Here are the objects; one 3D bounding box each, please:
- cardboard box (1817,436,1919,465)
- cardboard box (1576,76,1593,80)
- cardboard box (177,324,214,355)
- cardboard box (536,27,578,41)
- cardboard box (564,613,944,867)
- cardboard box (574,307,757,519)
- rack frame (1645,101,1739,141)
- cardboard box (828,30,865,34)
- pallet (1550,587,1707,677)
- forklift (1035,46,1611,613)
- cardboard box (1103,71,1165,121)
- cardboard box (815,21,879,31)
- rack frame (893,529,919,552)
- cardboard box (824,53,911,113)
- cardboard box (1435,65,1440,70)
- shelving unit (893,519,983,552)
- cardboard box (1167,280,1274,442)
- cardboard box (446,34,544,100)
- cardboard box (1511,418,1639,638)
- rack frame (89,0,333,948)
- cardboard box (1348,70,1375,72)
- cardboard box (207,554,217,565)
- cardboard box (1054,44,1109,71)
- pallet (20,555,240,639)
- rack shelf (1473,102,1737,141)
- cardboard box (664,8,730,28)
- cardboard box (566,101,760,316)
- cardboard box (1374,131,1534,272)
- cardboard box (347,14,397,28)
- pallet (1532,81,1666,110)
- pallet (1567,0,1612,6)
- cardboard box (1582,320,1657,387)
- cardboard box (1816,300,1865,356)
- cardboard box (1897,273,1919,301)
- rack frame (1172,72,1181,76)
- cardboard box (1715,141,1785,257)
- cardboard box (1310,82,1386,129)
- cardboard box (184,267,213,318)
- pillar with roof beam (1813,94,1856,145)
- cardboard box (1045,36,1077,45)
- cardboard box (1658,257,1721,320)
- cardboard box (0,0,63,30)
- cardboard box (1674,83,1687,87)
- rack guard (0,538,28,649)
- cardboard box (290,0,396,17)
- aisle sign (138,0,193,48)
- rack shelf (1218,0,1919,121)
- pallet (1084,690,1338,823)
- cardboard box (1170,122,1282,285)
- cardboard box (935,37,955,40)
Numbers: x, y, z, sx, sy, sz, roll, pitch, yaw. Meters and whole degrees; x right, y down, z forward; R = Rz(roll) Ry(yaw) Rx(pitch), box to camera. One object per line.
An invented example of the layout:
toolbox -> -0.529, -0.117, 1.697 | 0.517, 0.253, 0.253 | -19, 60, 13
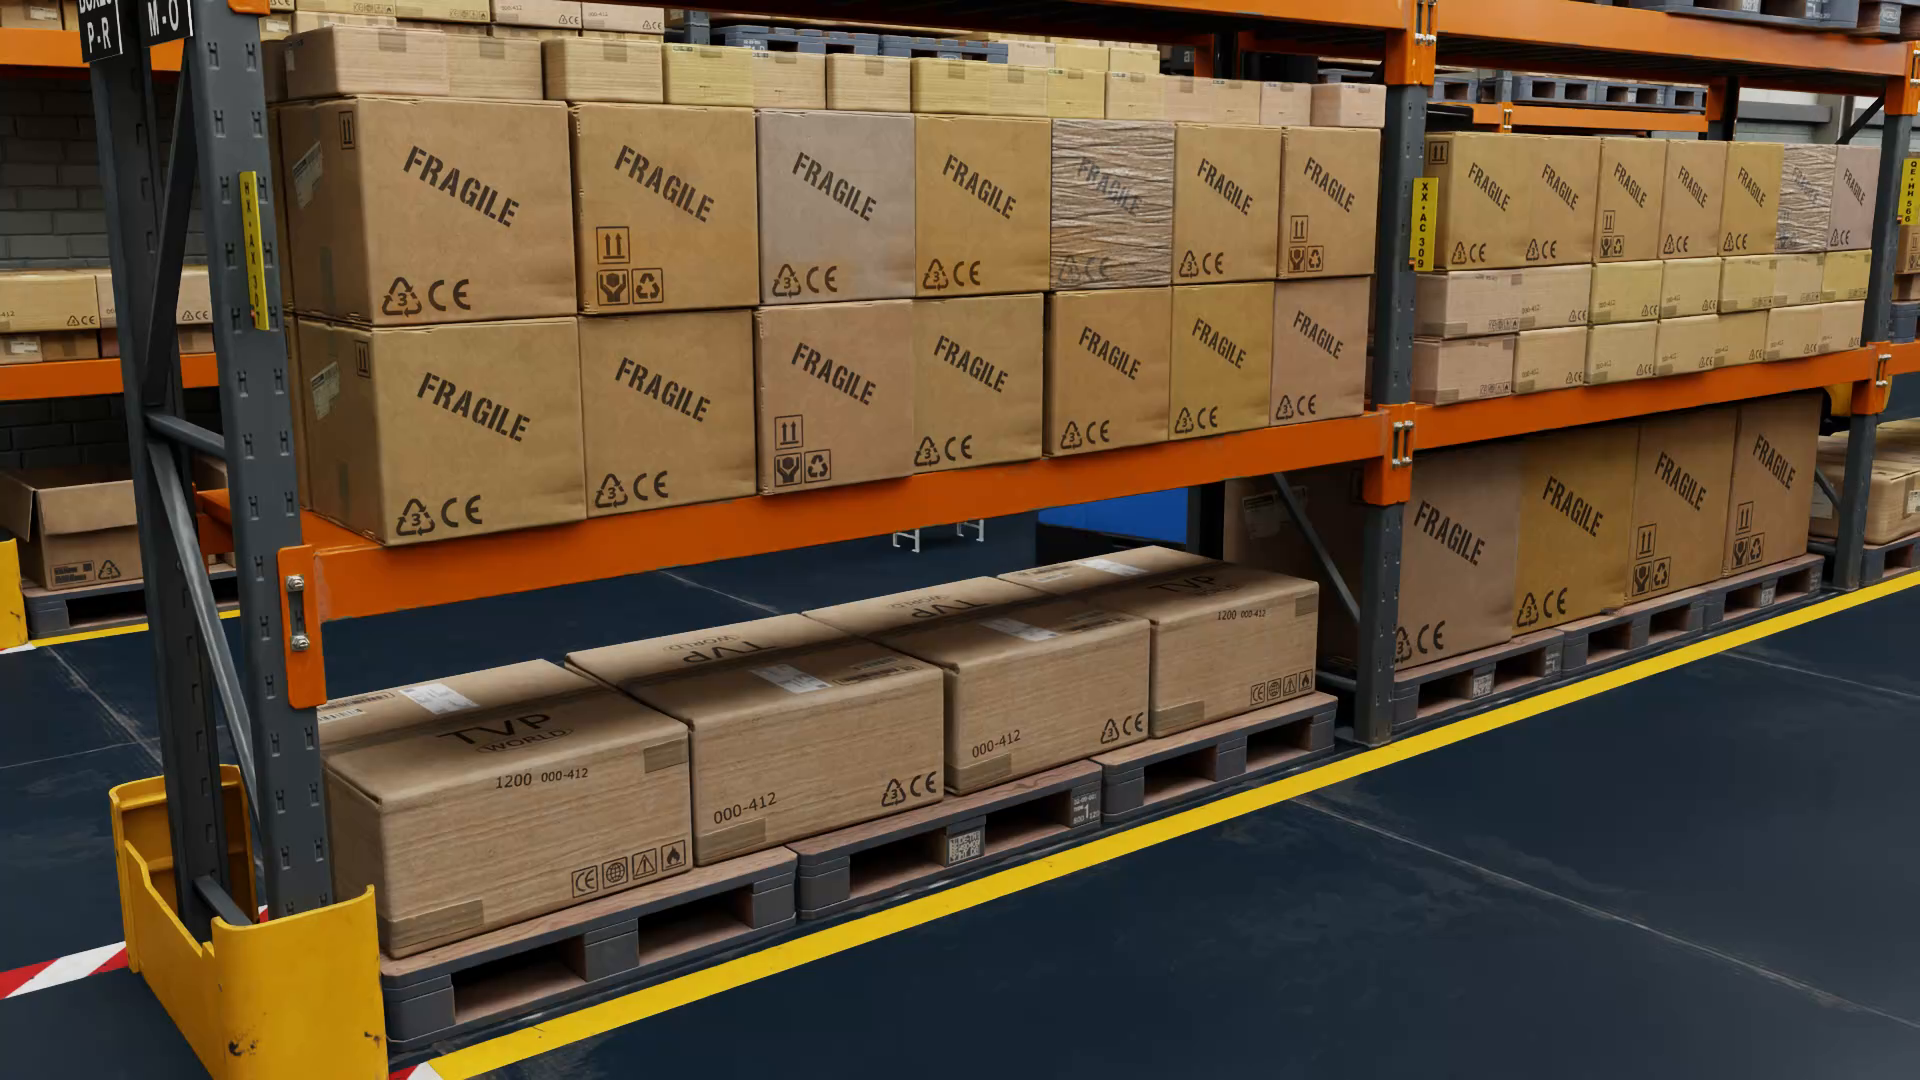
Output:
cardboard box -> 5.446, -0.360, 9.918 | 0.625, 0.372, 0.950 | -10, 15, -39
cardboard box -> 5.587, -4.302, 15.300 | 0.250, 0.149, 0.380 | -9, 15, -36
cardboard box -> -3.906, -1.016, 8.297 | 0.250, 0.149, 0.380 | -9, 15, -36
cardboard box -> -2.304, -2.742, 9.203 | 0.250, 0.149, 0.380 | -9, 15, -36
cardboard box -> -0.657, 0.593, 5.273 | 0.875, 0.438, 0.875 | -9, 15, -36
cardboard box -> -0.888, -0.368, 4.399 | 0.500, 0.500, 0.500 | -10, 15, -38
rack frame -> 7.571, -3.114, 17.572 | 0.127, 3.000, 1.000 | -9, 15, -38
cardboard box -> -0.831, -3.350, 10.814 | 0.250, 0.149, 0.380 | -10, 16, -39
pallet -> 2.813, 0.340, 8.018 | 1.213, 0.211, 1.003 | -9, 15, -38
forklift -> 1.903, -1.131, 8.400 | 3.031, 2.935, 1.130 | 9, 15, 35
cardboard box -> 0.428, -1.394, 5.265 | 0.250, 0.149, 0.380 | -10, 15, -38
cardboard box -> -0.707, -3.225, 10.229 | 0.250, 0.149, 0.380 | -9, 15, -37
rack frame -> -0.320, -0.534, 9.754 | 0.015, 1.200, 0.240 | -9, 15, -38
cardboard box -> -0.347, -1.256, 4.611 | 0.250, 0.149, 0.380 | -9, 15, -37
cardboard box -> 3.778, -4.002, 13.884 | 0.250, 0.149, 0.380 | -9, 15, -38
shelving unit -> -0.129, -0.565, 9.903 | 0.503, 1.200, 0.258 | -9, 15, -38
cardboard box -> 0.703, -0.632, 5.642 | 0.500, 0.500, 0.500 | -10, 16, -39
cardboard box -> -1.209, -1.135, 4.044 | 0.250, 0.149, 0.380 | -9, 15, -36
cardboard box -> 2.439, -0.130, 7.625 | 0.875, 0.875, 0.875 | -9, 15, -36
rack frame -> -1.819, -0.233, 4.005 | 0.127, 3.000, 1.000 | -9, 15, -38
cardboard box -> 3.541, -4.063, 14.174 | 0.250, 0.149, 0.380 | -9, 15, -38
cardboard box -> -4.030, 0.039, 8.578 | 0.250, 0.149, 0.380 | -10, 16, -40
cardboard box -> 0.683, -3.298, 11.580 | 0.500, 0.250, 0.500 | -9, 15, -37
pallet -> -4.242, 0.213, 8.618 | 1.213, 0.211, 1.003 | -9, 15, -38
rack shelf -> 6.009, -3.970, 16.113 | 4.000, 0.370, 1.077 | -9, 15, -38
cardboard box -> -1.606, -3.206, 10.137 | 0.250, 0.149, 0.380 | -9, 15, -38
cardboard box -> -0.868, -0.855, 4.288 | 0.500, 0.500, 0.500 | -10, 16, -39
cardboard box -> 1.827, -1.301, 6.385 | 0.500, 0.500, 0.500 | -9, 15, -37
cardboard box -> -3.080, -2.602, 8.545 | 0.250, 0.149, 0.380 | -9, 15, -37
pallet -> 6.049, -4.291, 16.107 | 1.213, 0.211, 1.003 | -9, 15, -38
pallet -> 1.989, -2.253, 6.756 | 1.217, 0.209, 0.805 | -10, 16, -40
cardboard box -> 2.626, -0.824, 7.151 | 0.500, 0.250, 0.500 | -10, 15, -38
cardboard box -> 4.195, -1.090, 8.402 | 0.500, 0.250, 0.500 | -10, 16, -40
cardboard box -> 5.039, -1.397, 9.080 | 0.250, 0.149, 0.380 | -11, 16, -41
rack frame -> 1.324, -2.076, 12.683 | 0.127, 3.000, 1.000 | -9, 15, -38
cardboard box -> 3.400, -1.568, 7.646 | 0.500, 0.500, 0.500 | -9, 15, -38
cardboard box -> 1.262, -1.516, 5.837 | 0.250, 0.149, 0.380 | -10, 15, -39
cardboard box -> -3.613, -1.257, 8.471 | 0.500, 0.250, 0.500 | -10, 15, -39
pillar with roof beam -> 13.838, -6.185, 17.590 | 0.400, 9.000, 9.100 | -9, 15, -38
cardboard box -> 0.595, -3.480, 11.475 | 0.250, 0.149, 0.380 | -9, 15, -38
cardboard box -> 3.018, -1.134, 7.405 | 0.500, 0.250, 0.500 | -10, 16, -39
cardboard box -> -4.341, -2.424, 7.706 | 0.250, 0.149, 0.380 | -9, 15, -37
cardboard box -> 6.915, -4.580, 16.327 | 0.258, 0.266, 0.396 | -9, 15, -38
rack guard -> -4.864, 0.175, 8.100 | 0.348, 0.500, 1.175 | -9, 15, -38
cardboard box -> -3.225, -2.795, 8.493 | 0.500, 0.250, 0.500 | -10, 15, -39
aisle sign -> -1.694, -1.448, 3.470 | 0.004, 0.787, 0.394 | -9, 15, -38
rack shelf -> 2.866, -2.127, 7.435 | 4.000, 0.370, 1.077 | -9, 15, -38
pallet -> 0.661, 0.698, 6.334 | 1.213, 0.211, 1.003 | -9, 15, -38
cardboard box -> 0.707, -1.120, 5.532 | 0.500, 0.500, 0.500 | -10, 15, -38
cardboard box -> -0.122, -3.496, 11.550 | 0.250, 0.149, 0.380 | -10, 15, -38
